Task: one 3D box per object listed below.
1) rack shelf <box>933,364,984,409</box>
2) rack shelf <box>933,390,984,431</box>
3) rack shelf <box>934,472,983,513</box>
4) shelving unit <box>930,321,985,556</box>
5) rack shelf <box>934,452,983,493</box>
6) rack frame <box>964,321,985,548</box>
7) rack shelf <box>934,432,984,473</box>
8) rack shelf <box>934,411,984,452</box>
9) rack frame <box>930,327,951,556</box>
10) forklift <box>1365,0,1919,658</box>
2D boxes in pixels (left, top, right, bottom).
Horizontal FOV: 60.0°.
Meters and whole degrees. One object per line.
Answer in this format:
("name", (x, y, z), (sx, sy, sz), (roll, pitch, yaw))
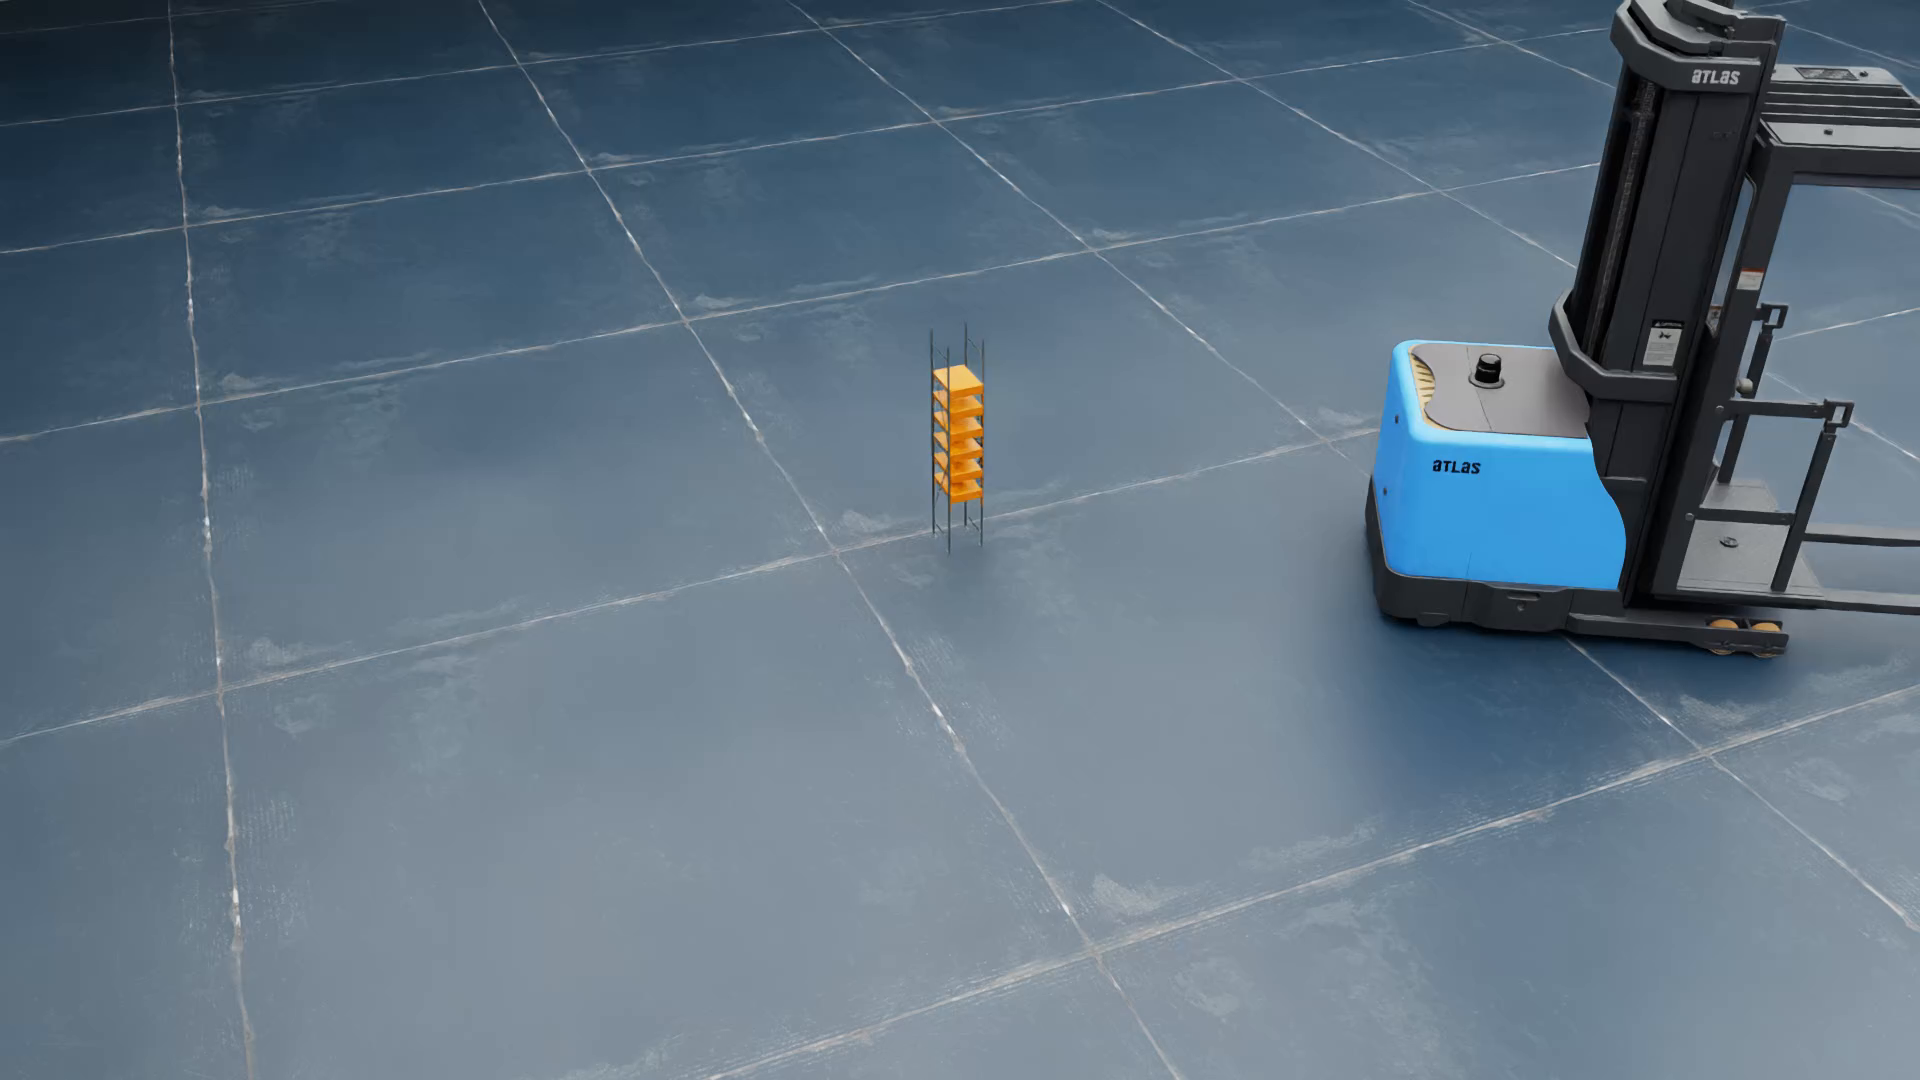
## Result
("rack shelf", (-0.013, -0.764, 8.246), (0.180, 0.103, 0.258), (-13, 35, -19))
("rack shelf", (-0.013, -0.664, 8.311), (0.180, 0.103, 0.258), (-13, 35, -19))
("rack shelf", (-0.013, -0.261, 8.573), (0.180, 0.103, 0.258), (-13, 35, -19))
("shelving unit", (-0.013, -0.500, 8.418), (0.189, 1.200, 0.258), (-13, 35, -19))
("rack shelf", (-0.013, -0.362, 8.508), (0.180, 0.103, 0.258), (-13, 35, -19))
("rack frame", (0.071, -0.519, 8.448), (0.006, 1.200, 0.240), (-13, 35, -19))
("rack shelf", (-0.013, -0.463, 8.442), (0.180, 0.103, 0.258), (-13, 35, -19))
("rack shelf", (-0.013, -0.563, 8.377), (0.180, 0.103, 0.258), (-13, 35, -19))
("rack frame", (-0.098, -0.481, 8.388), (0.006, 1.200, 0.240), (-13, 35, -19))
("forklift", (3.602, -0.979, 7.567), (3.031, 2.935, 1.130), (4, 33, 6))
